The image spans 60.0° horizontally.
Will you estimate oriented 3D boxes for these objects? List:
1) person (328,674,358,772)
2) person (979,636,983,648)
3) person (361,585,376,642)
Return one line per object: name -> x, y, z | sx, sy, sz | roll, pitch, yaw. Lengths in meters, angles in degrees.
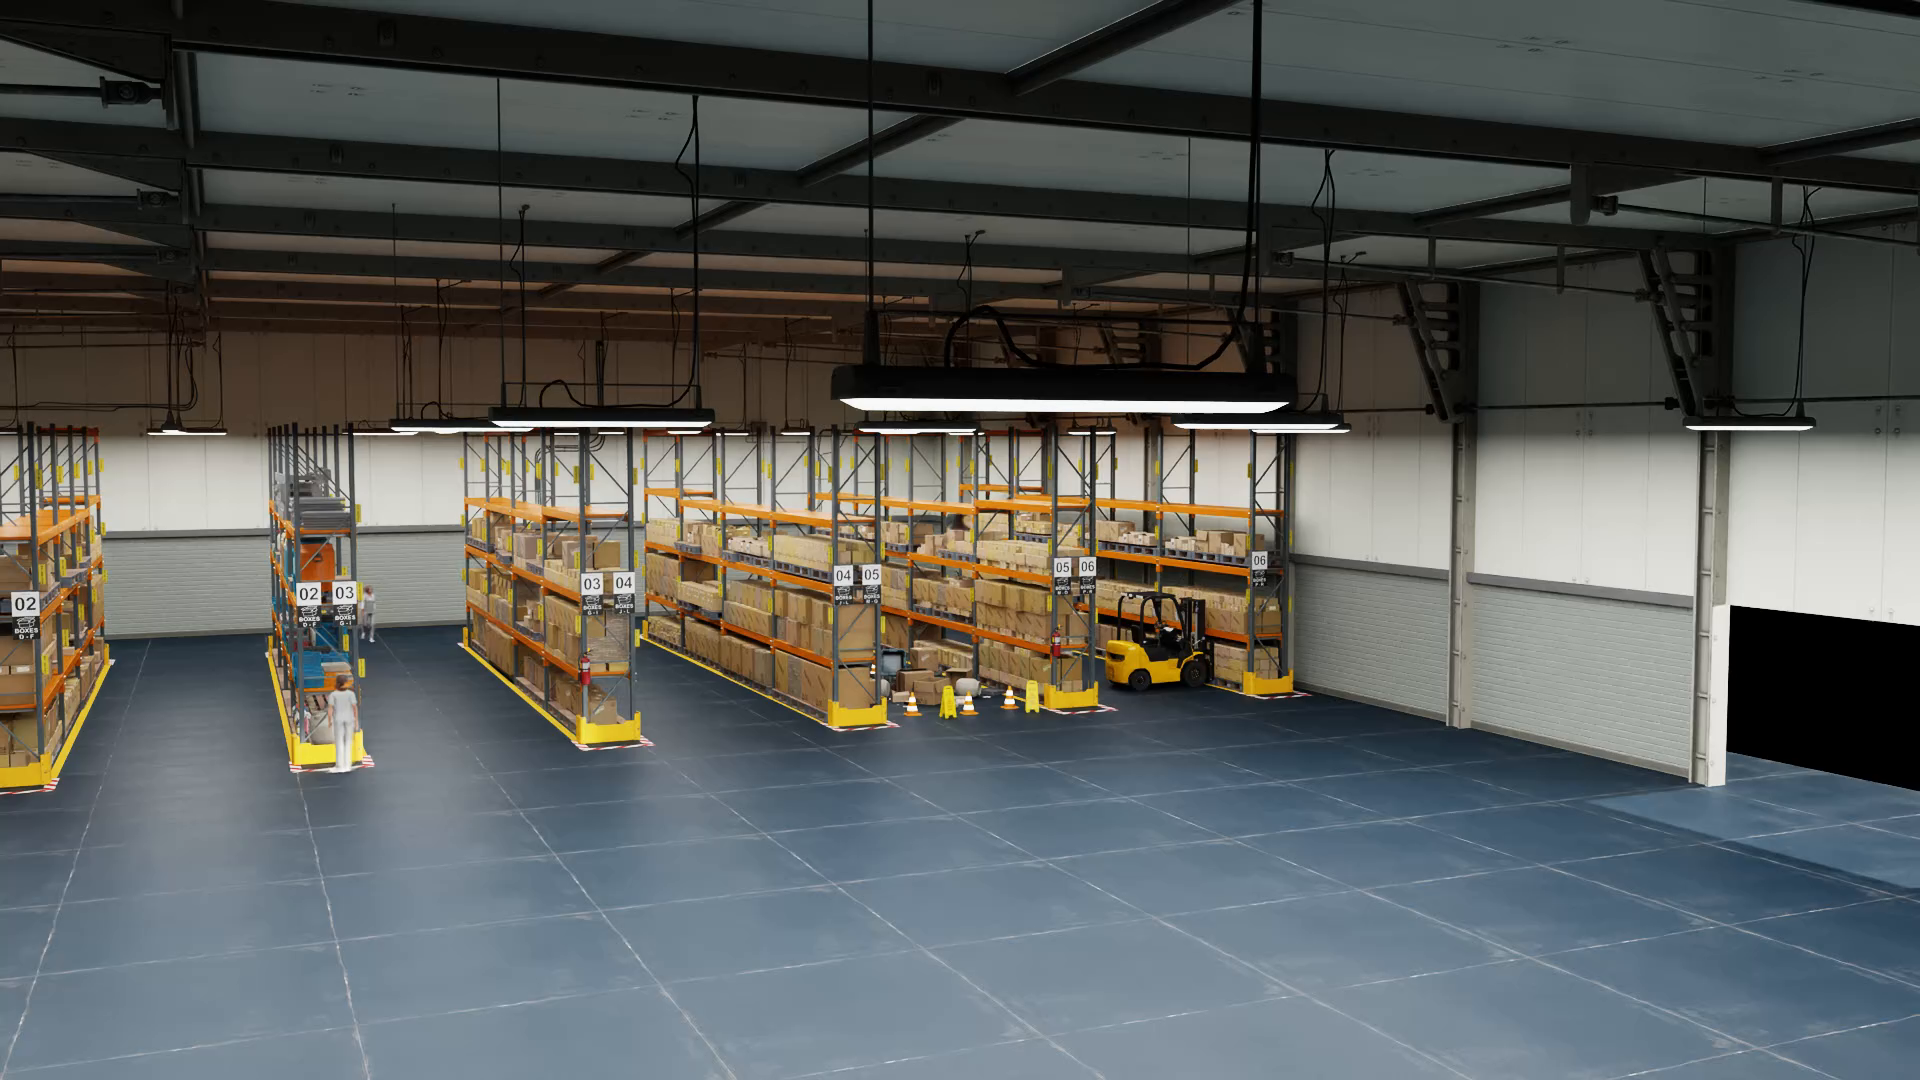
person -> -10.580, 3.151, 28.524 | 0.497, 1.696, 0.382 | -1, 4, -14
person -> 0.447, 2.192, 44.004 | 0.360, 1.694, 0.537 | -1, 4, -18
person -> -16.623, 2.064, 46.724 | 0.415, 1.593, 0.556 | -2, 4, -30
